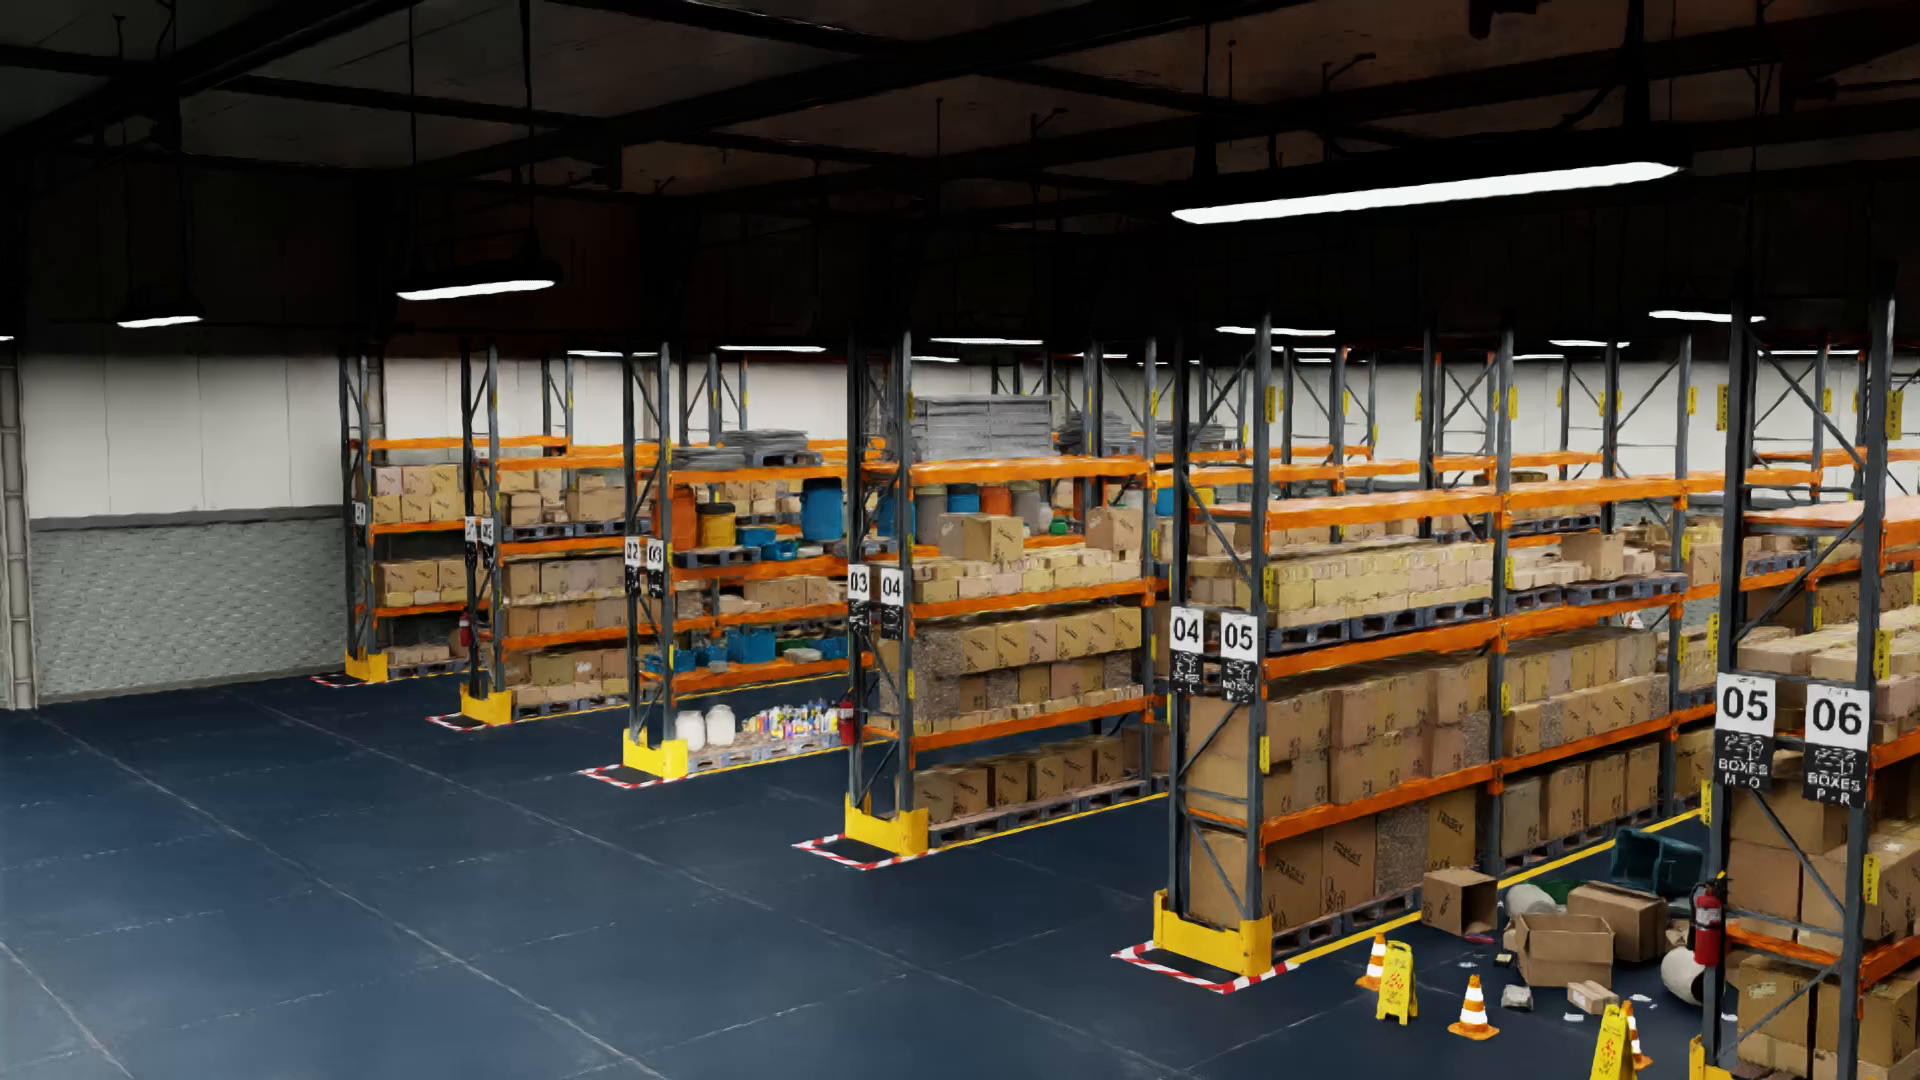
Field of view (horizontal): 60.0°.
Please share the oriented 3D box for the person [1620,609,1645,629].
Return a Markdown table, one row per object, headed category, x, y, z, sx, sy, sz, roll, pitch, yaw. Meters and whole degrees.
| category | x | y | z | sx | sy | sz | roll | pitch | yaw |
| --- | --- | --- | --- | --- | --- | --- | --- | --- | --- |
| person | 12.161 | 1.665 | 29.940 | 0.688 | 1.649 | 0.518 | 2 | 5 | 21 |
